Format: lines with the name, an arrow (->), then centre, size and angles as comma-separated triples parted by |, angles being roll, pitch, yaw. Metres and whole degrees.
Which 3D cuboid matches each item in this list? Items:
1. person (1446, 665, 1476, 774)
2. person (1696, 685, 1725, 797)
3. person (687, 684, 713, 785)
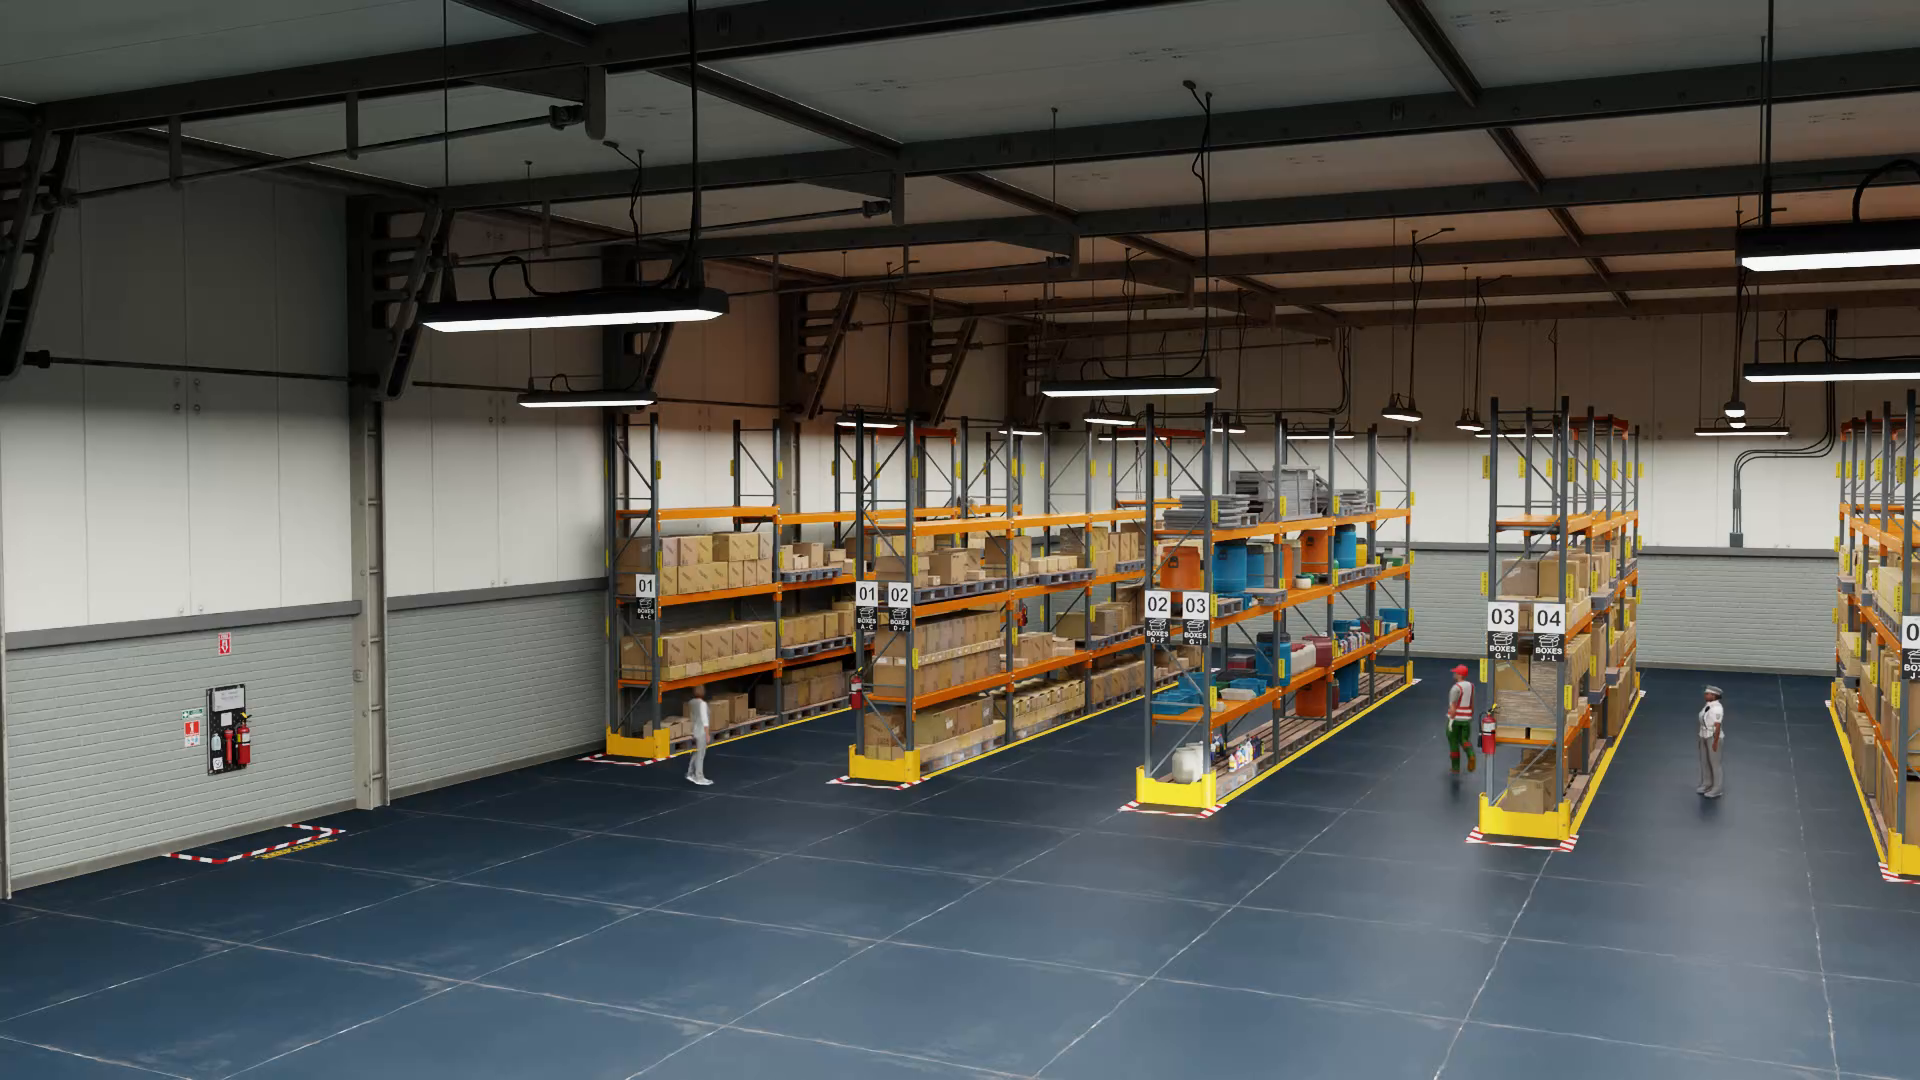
person -> 8.236, 2.945, 27.278 | 0.519, 1.784, 0.599 | 0, 2, -12
person -> 11.561, 3.074, 25.618 | 0.361, 1.698, 0.481 | 0, 2, -3
person -> -4.137, 3.104, 26.509 | 0.330, 1.633, 0.500 | -1, 3, -25
